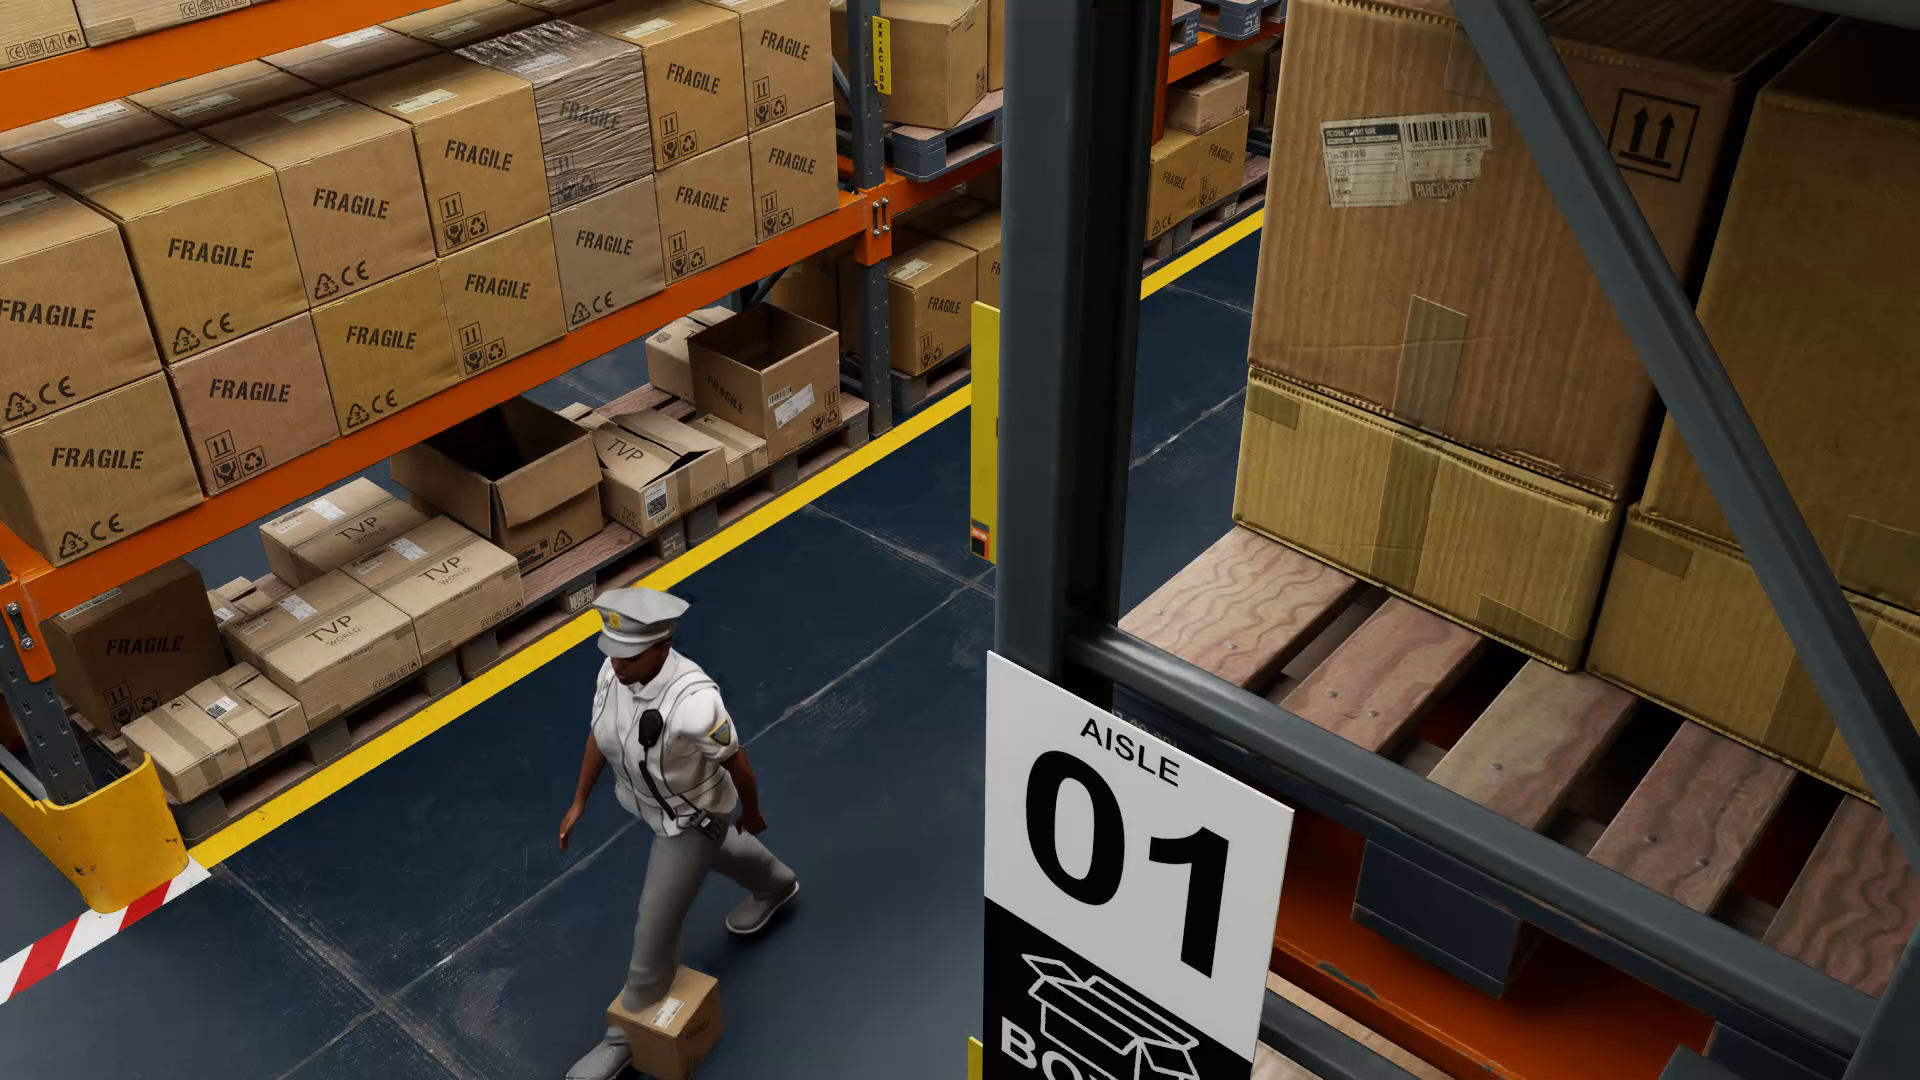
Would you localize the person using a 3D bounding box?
[{"bbox_3d":[-0.897,0.797,4.991,0.474,1.615,1.030,29,44,35],"label":"person"}]
